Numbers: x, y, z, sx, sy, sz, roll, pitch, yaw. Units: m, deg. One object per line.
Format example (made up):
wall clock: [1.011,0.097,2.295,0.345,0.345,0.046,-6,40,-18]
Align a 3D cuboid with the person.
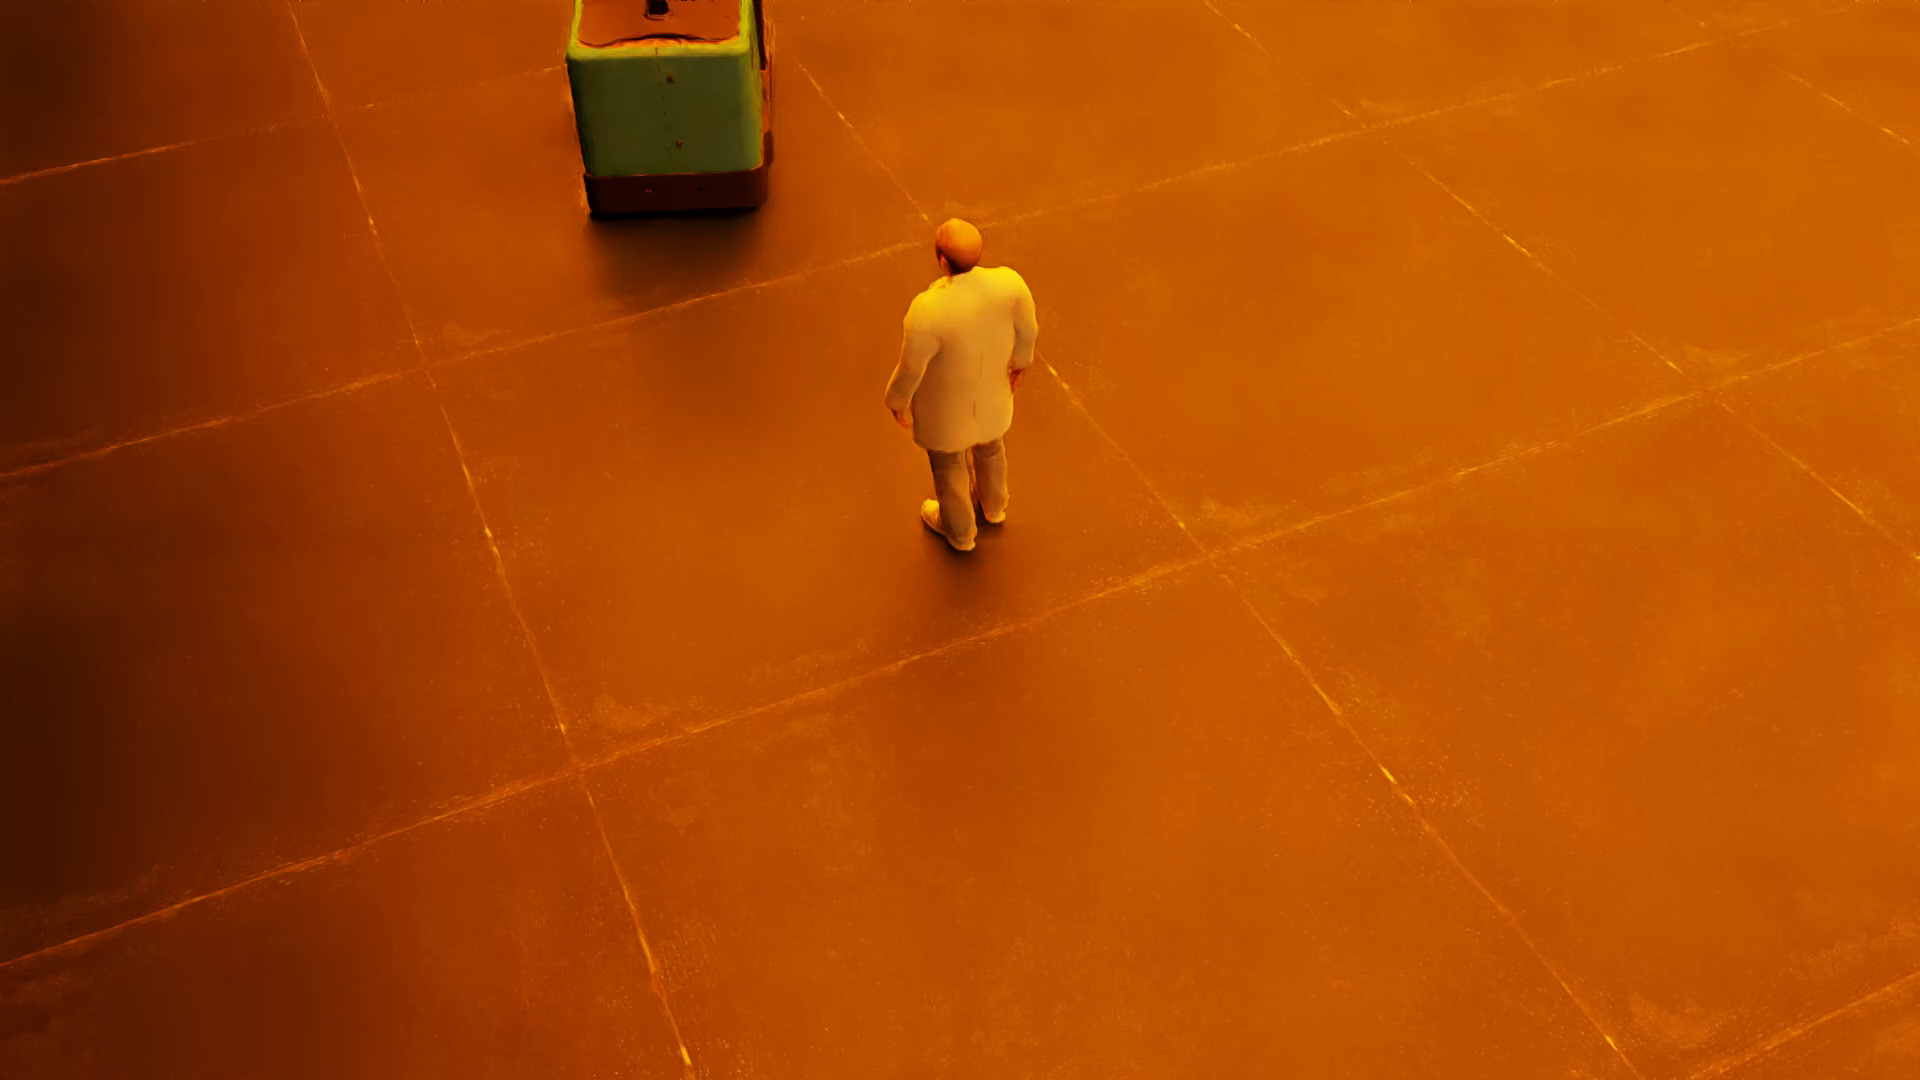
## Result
person: [-0.035,-0.715,7.280,0.694,1.776,0.574,-18,46,-18]

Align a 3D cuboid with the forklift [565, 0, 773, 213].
forklift: [-1.797,-3.997,9.963,1.130,2.935,3.031,-3,43,-4]
